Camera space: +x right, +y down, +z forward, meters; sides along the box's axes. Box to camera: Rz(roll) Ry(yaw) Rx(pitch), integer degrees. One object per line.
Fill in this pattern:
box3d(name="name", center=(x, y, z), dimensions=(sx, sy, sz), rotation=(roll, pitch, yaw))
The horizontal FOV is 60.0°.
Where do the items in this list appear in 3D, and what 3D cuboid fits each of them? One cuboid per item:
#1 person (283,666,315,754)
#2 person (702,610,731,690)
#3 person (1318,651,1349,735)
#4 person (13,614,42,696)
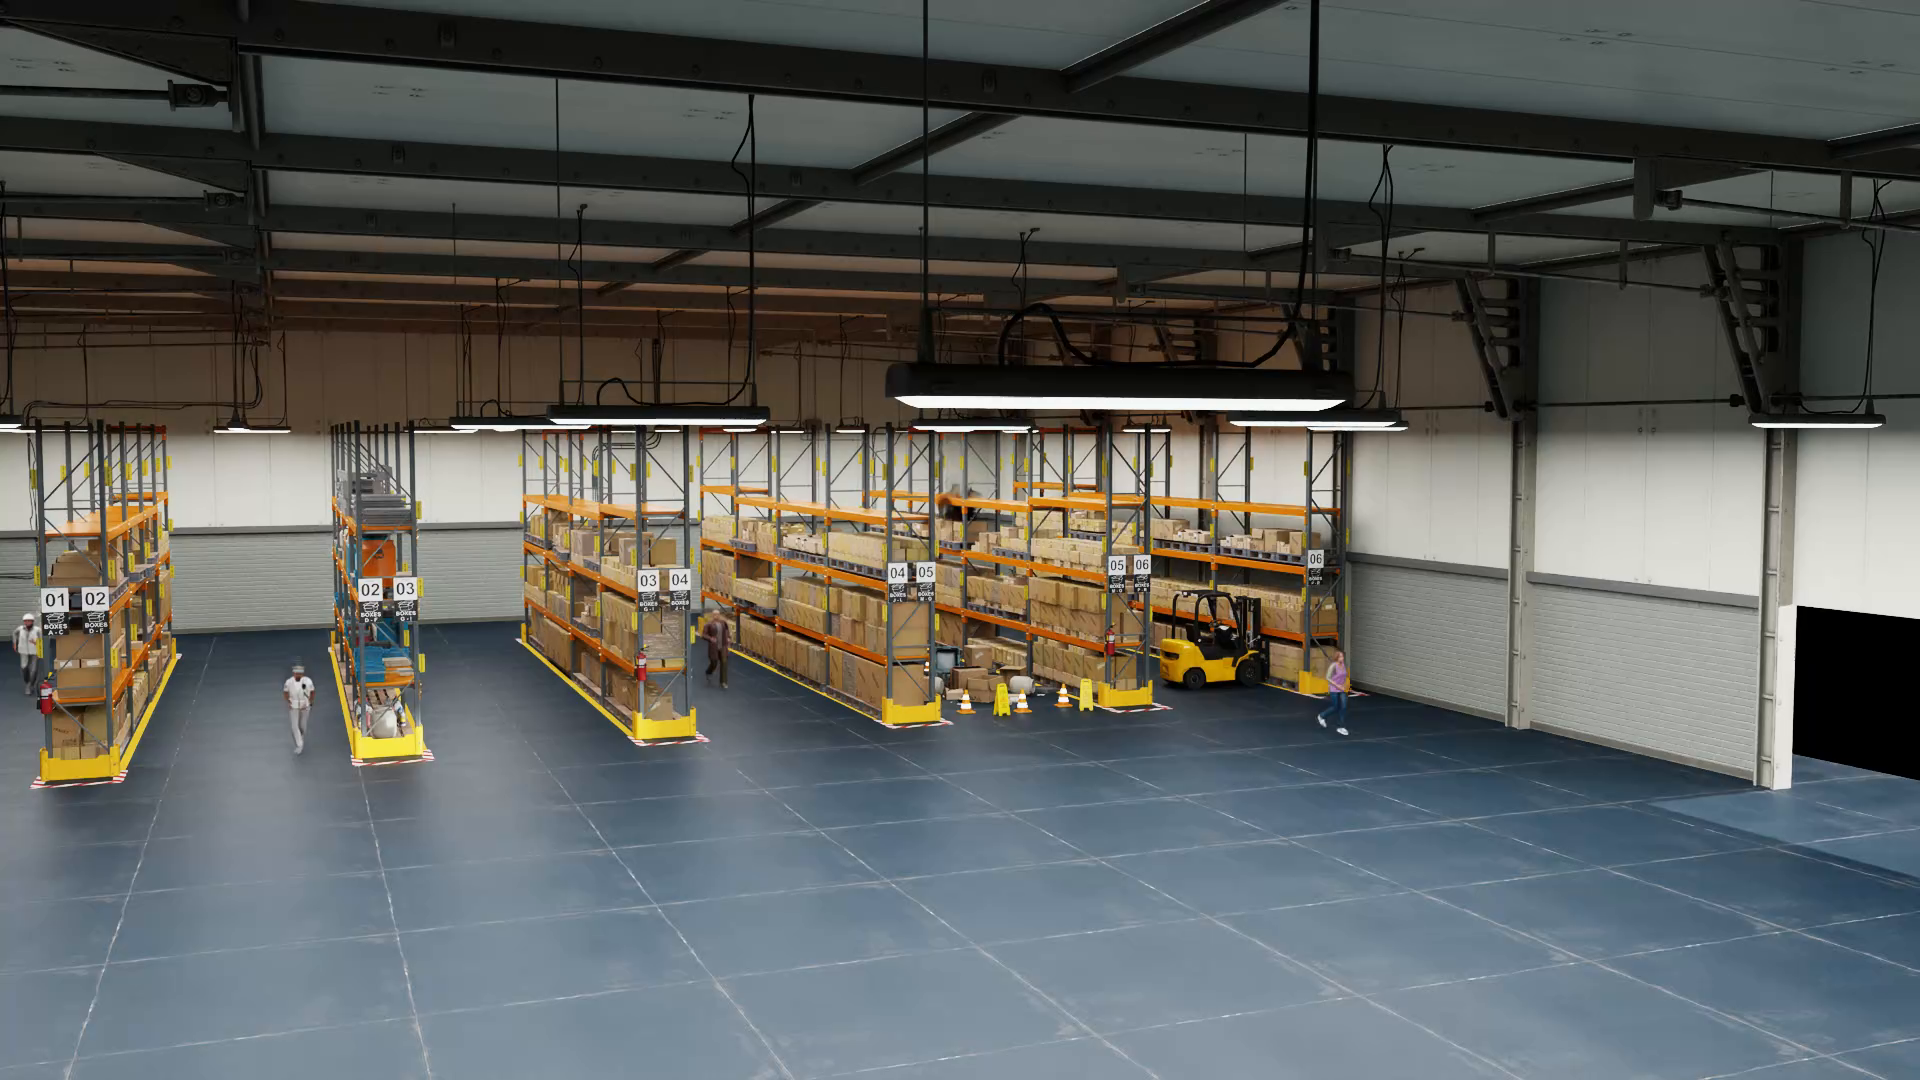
box3d(name="person", center=(-12.013, 3.043, 30.263), dimensions=(0.546, 1.614, 0.821), rotation=(-1, 4, -18))
box3d(name="person", center=(-5.529, 2.474, 37.871), dimensions=(0.722, 1.778, 1.067), rotation=(-2, 4, -28))
box3d(name="person", center=(7.260, 2.934, 32.157), dimensions=(0.566, 1.599, 0.684), rotation=(-3, 4, -37))
box3d(name="person", center=(-20.690, 2.536, 36.992), dimensions=(0.679, 1.813, 0.850), rotation=(-1, 4, -21))
